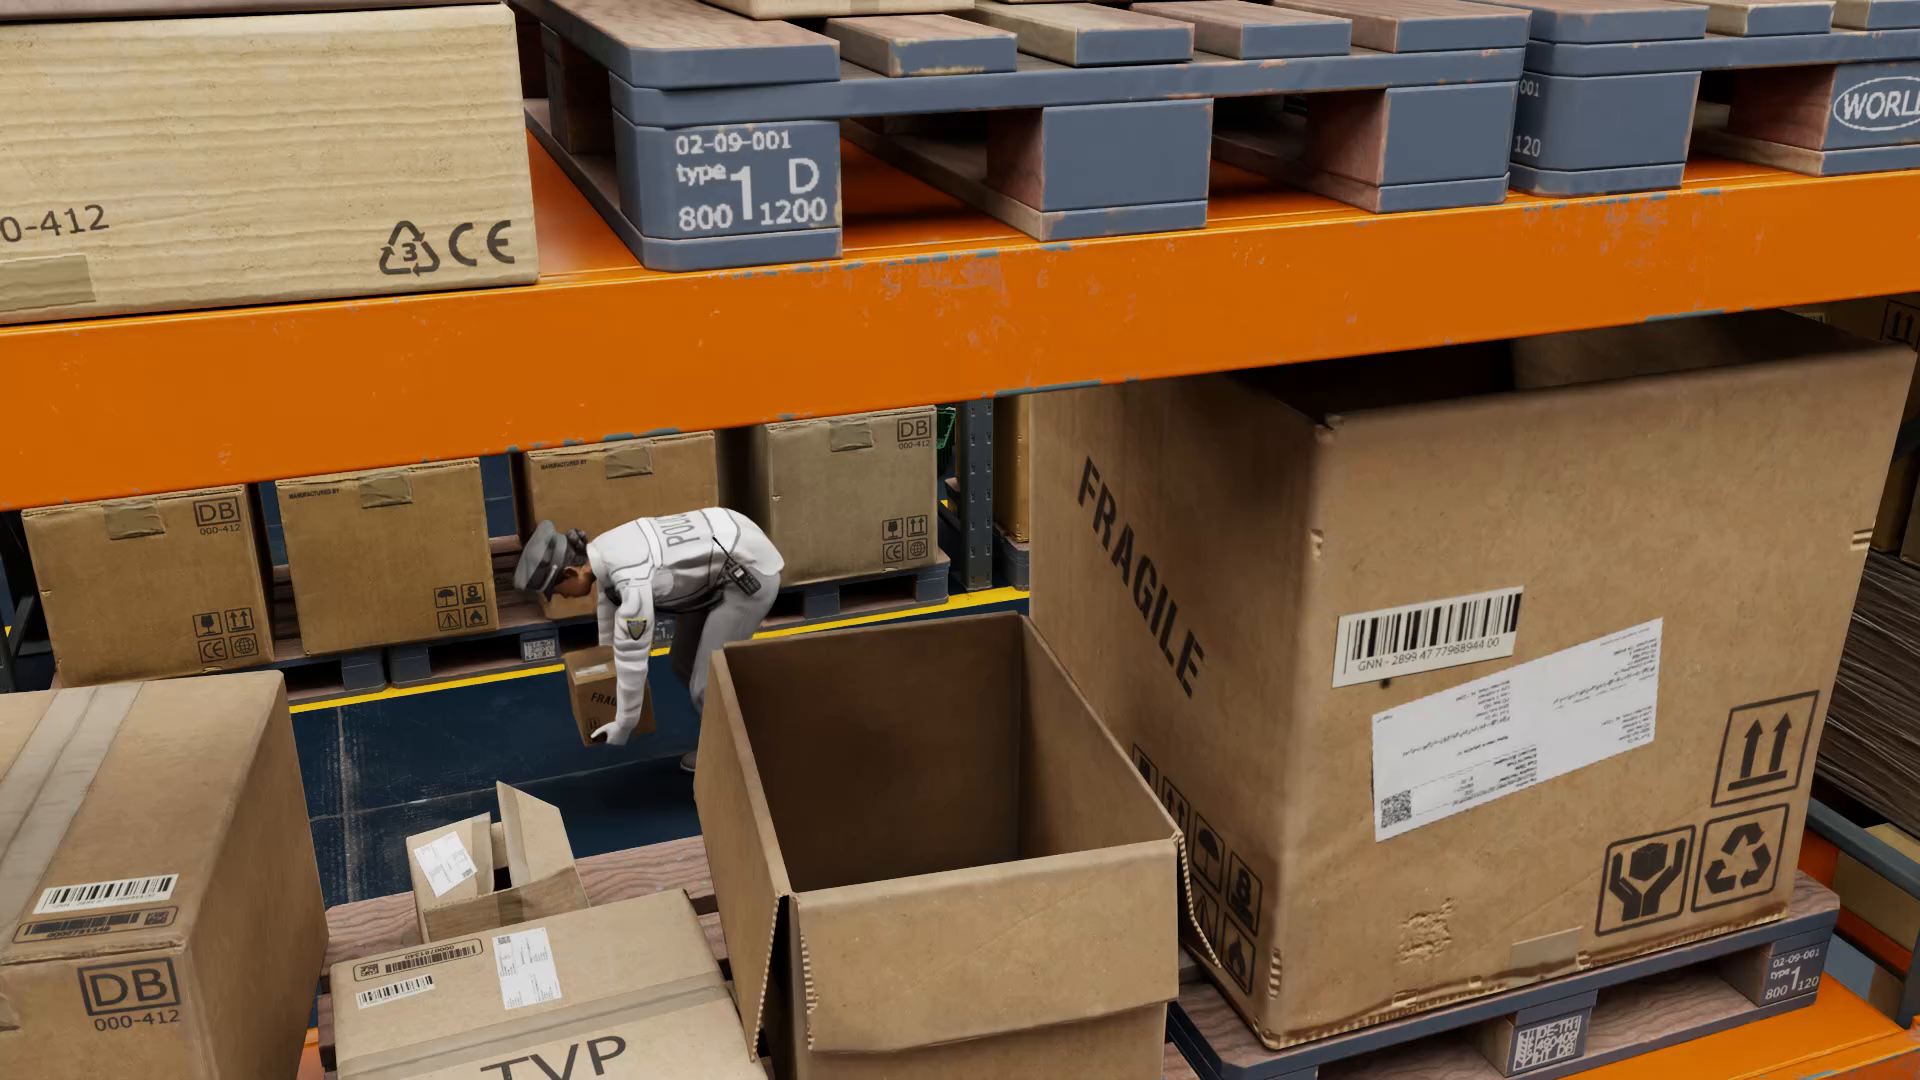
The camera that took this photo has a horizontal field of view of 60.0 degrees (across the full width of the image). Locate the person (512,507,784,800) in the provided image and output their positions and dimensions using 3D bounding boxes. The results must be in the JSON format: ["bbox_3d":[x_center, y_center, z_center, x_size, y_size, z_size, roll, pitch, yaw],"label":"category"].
[{"bbox_3d":[-1.070,0.406,5.849,0.926,1.108,0.415,-9,24,-21],"label":"person"}]
